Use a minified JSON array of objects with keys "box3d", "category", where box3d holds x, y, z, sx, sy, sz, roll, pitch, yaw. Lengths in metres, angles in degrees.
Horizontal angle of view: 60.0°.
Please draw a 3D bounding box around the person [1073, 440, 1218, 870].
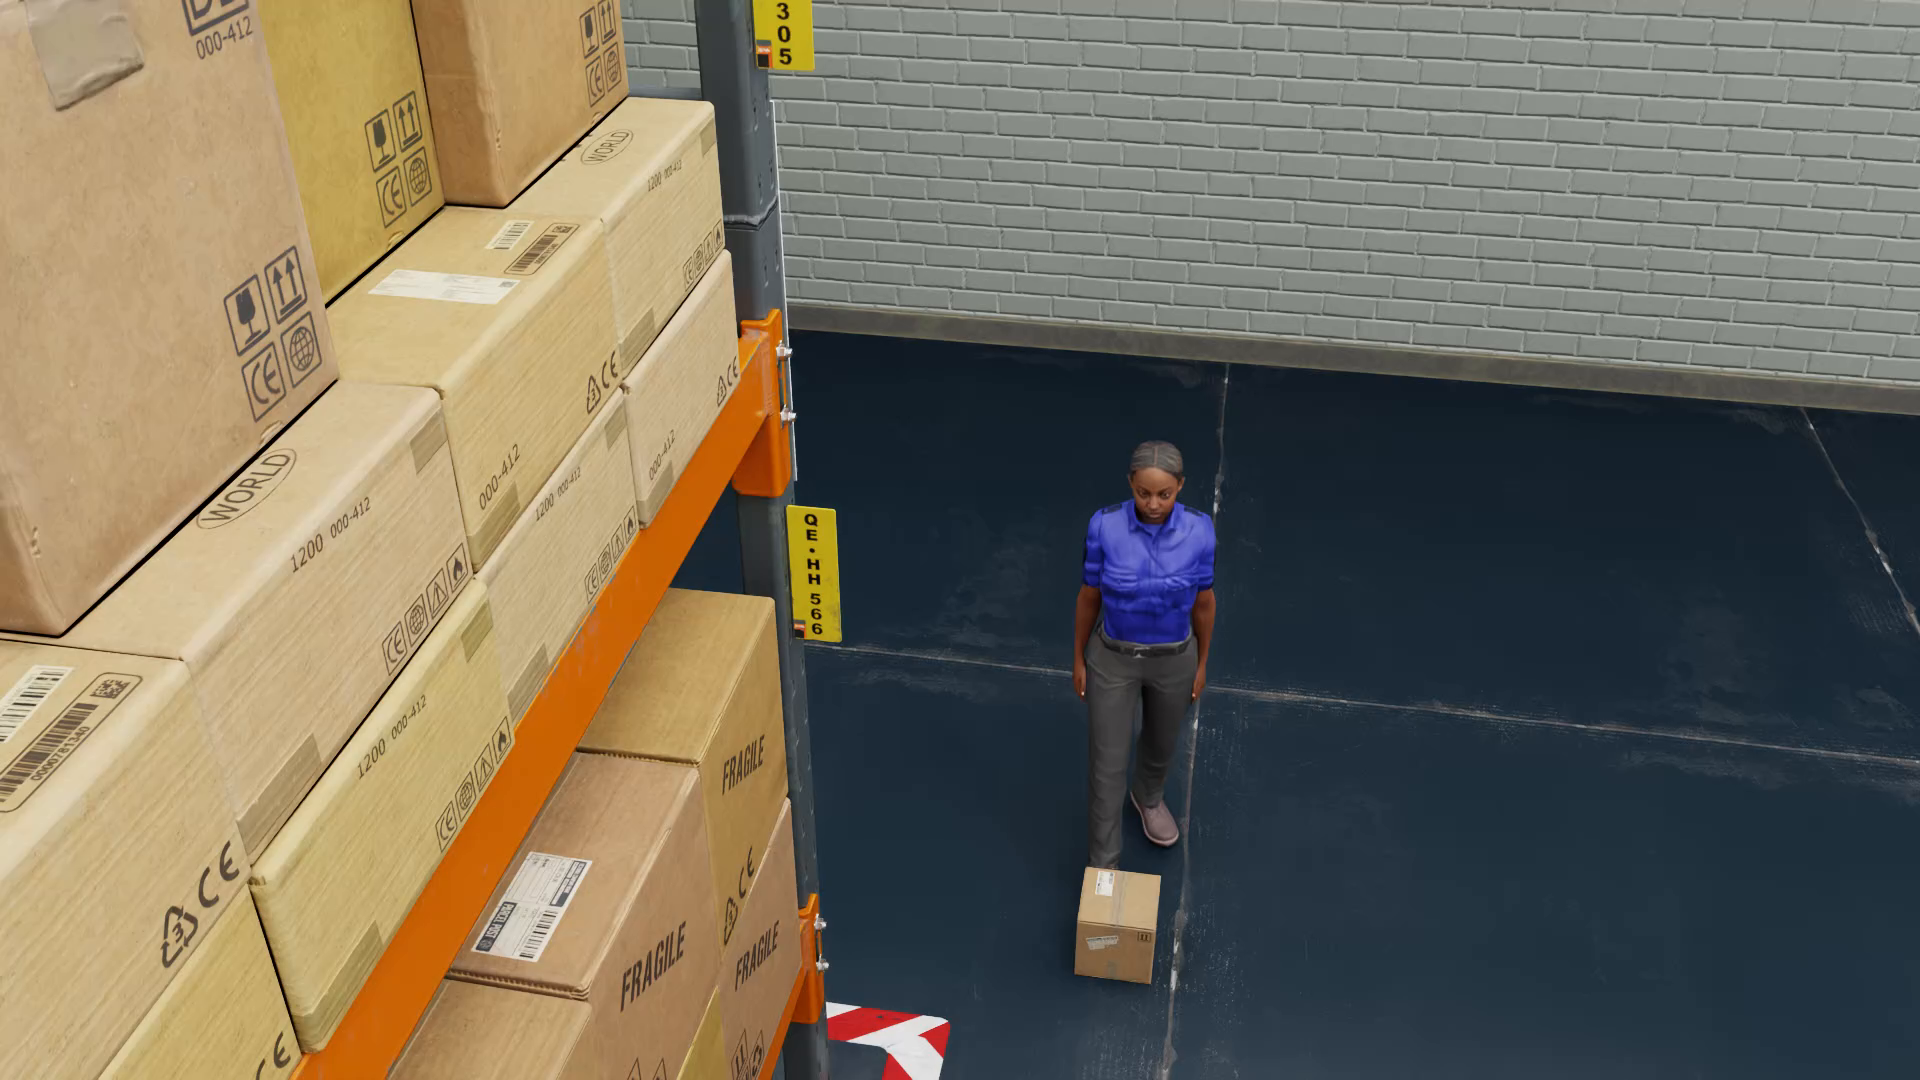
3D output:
[{"box3d":[0.602,0.428,5.457,0.457,1.656,0.646,1,33,2],"category":"person"}]
